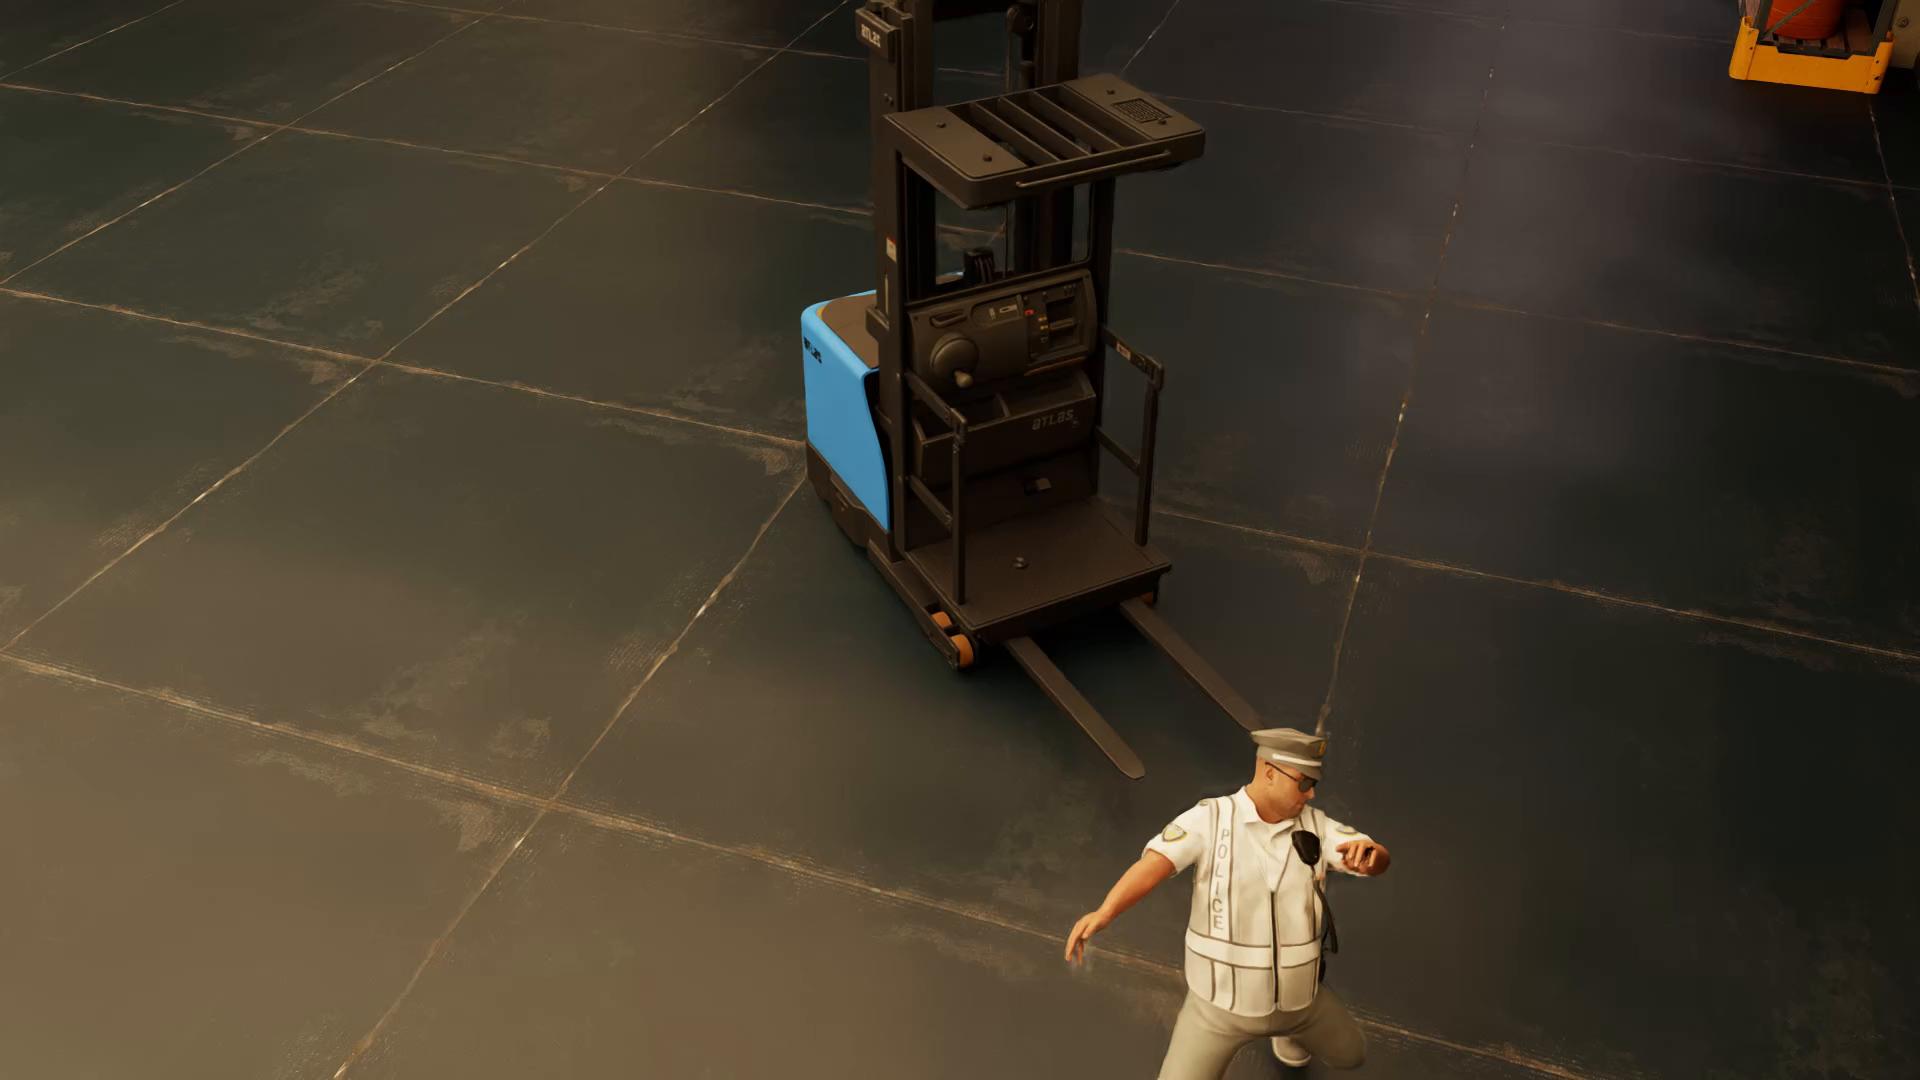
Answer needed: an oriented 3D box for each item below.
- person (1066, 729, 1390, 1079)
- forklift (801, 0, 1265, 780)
[{"bbox_3d":[0.788,1.369,5.354,1.085,1.557,0.760,-10,36,-13],"label":"person"},{"bbox_3d":[0.307,-0.888,7.363,1.130,2.935,3.031,-17,39,-22],"label":"forklift"}]
